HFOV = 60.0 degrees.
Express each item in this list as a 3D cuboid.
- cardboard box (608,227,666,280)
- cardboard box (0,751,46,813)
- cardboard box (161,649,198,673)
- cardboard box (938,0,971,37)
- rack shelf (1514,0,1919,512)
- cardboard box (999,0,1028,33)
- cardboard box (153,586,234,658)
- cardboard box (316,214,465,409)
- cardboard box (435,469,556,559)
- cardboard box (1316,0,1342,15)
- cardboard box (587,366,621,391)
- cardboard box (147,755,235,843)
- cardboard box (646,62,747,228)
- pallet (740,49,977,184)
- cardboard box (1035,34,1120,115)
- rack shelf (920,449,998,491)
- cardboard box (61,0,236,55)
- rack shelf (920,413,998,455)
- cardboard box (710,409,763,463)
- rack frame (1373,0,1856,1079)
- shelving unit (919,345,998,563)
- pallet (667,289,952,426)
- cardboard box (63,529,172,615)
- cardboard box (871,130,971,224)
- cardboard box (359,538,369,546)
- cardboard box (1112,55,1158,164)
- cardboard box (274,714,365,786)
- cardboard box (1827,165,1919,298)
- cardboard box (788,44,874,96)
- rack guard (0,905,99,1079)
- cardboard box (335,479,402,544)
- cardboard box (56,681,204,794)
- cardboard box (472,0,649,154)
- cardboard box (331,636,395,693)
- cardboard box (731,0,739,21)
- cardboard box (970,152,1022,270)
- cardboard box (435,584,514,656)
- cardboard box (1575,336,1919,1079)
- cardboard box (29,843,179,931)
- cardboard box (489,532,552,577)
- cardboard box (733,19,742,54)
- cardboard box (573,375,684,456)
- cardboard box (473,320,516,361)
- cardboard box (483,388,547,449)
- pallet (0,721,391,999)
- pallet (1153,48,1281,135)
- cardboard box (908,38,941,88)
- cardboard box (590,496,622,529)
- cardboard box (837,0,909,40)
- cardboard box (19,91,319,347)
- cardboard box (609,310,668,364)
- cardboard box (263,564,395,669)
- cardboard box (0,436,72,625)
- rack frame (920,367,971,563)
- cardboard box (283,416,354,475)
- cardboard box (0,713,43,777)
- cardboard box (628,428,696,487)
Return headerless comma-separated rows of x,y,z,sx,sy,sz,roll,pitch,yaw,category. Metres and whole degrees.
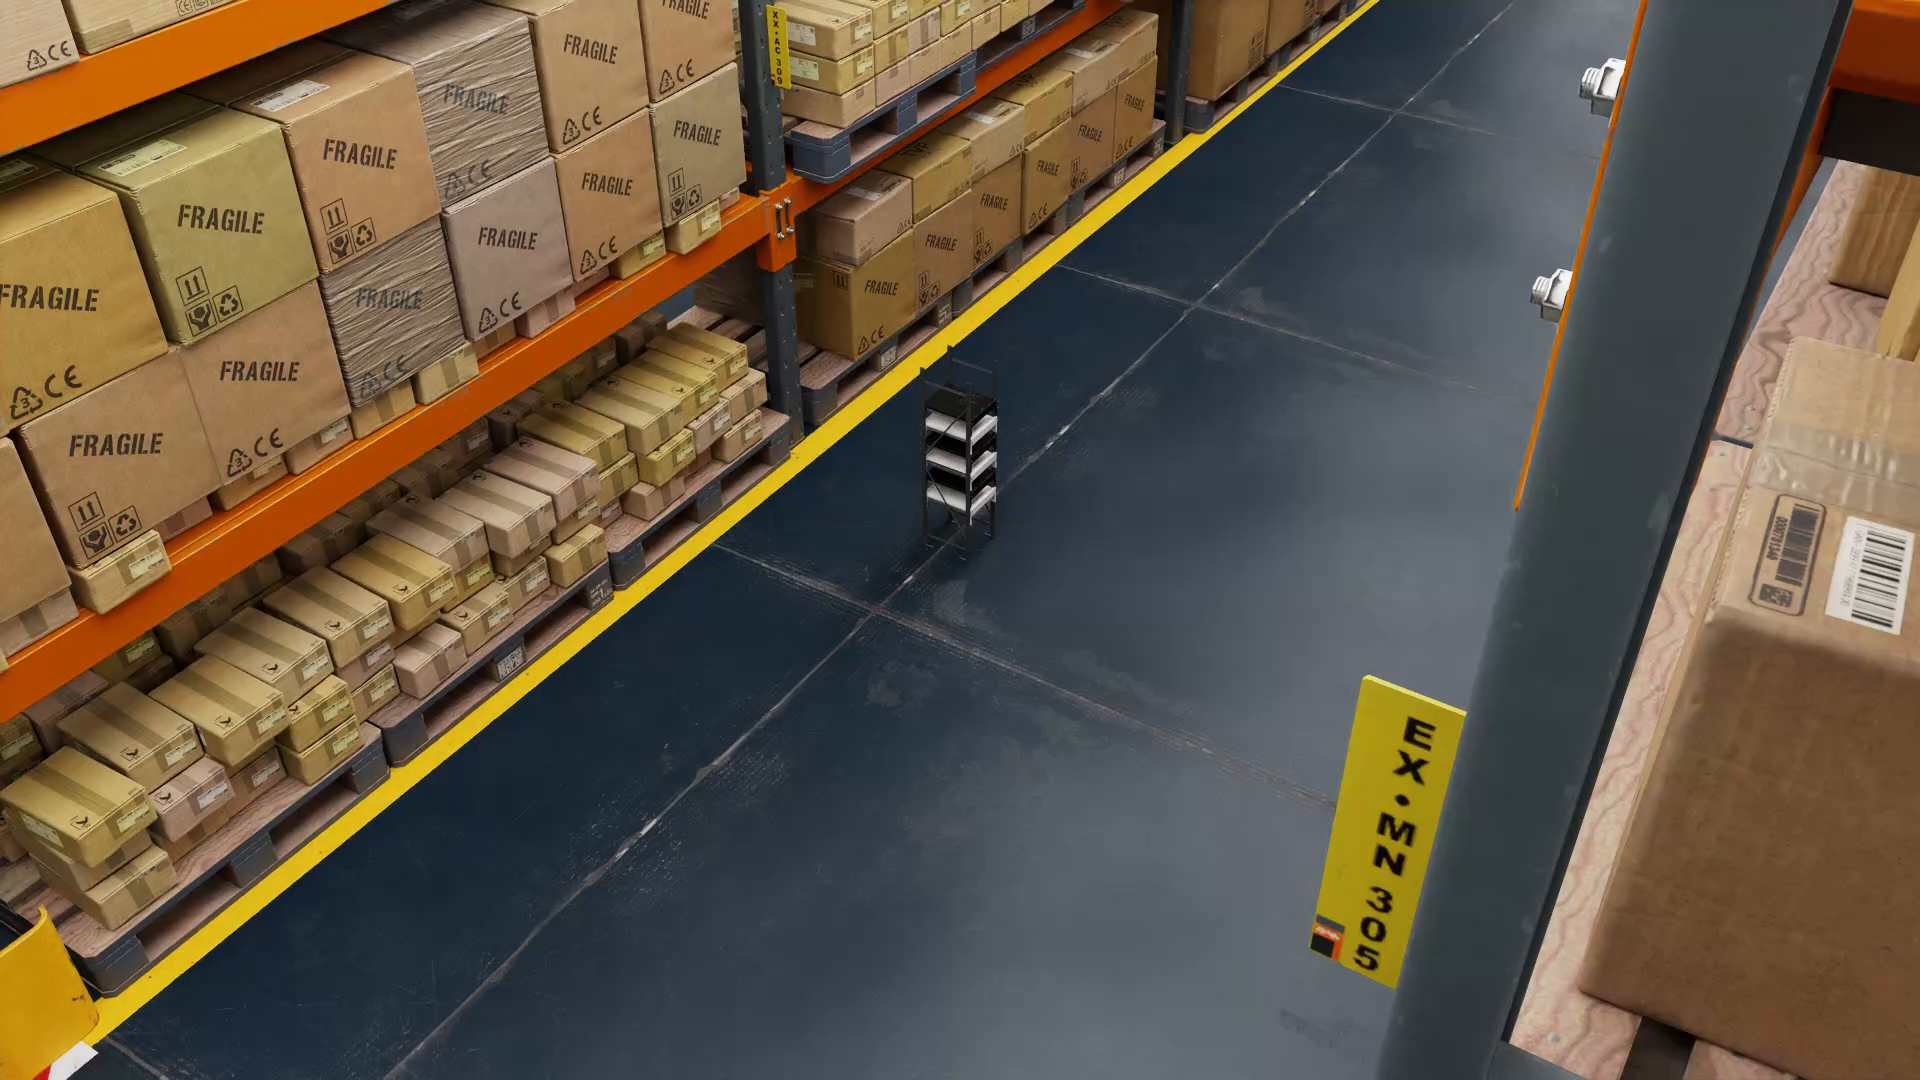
-1.383,-1.186,6.537,0.380,0.149,0.250,23,43,27,cardboard box
-3.290,0.746,5.573,0.380,0.149,0.250,20,42,24,cardboard box
-2.782,0.372,6.058,0.380,0.149,0.250,21,42,25,cardboard box
-0.175,-2.435,7.570,0.380,0.149,0.250,19,42,23,cardboard box
1.874,-1.023,2.123,1.077,0.370,4.000,21,42,25,rack shelf
0.106,-2.590,8.015,0.380,0.149,0.250,20,42,24,cardboard box
-2.855,0.239,5.987,0.380,0.149,0.250,19,42,23,cardboard box
-2.051,-0.830,5.544,0.500,0.500,0.500,20,42,24,cardboard box
-1.796,-0.104,6.432,0.380,0.149,0.250,20,42,24,cardboard box
2.321,-4.350,11.934,1.050,0.750,0.750,21,42,25,cardboard box
-1.713,-0.709,7.460,0.380,0.149,0.250,21,43,25,cardboard box
-2.639,0.802,5.500,0.380,0.149,0.250,21,42,25,cardboard box
-1.209,-1.612,6.558,0.500,0.500,0.500,21,42,25,cardboard box
-0.656,-2.066,7.631,1.003,0.211,1.213,21,42,25,pallet
0.548,-2.629,9.293,0.500,0.250,0.500,22,43,26,cardboard box
-0.004,-0.326,6.990,0.258,0.077,0.200,21,42,25,rack shelf
-2.324,-1.550,4.470,0.500,0.250,0.500,20,42,24,cardboard box
-0.004,-0.468,6.880,0.258,0.077,0.200,21,42,25,rack shelf
-1.111,-0.519,7.458,0.380,0.149,0.250,22,43,26,cardboard box
0.800,-0.436,0.445,0.949,2.616,0.053,21,42,25,rack frame
-0.004,-0.352,6.970,0.258,0.900,0.210,21,42,25,shelving unit
-0.772,-1.093,8.495,1.003,0.211,1.213,21,42,25,pallet
-2.590,0.040,4.947,0.380,0.149,0.250,20,42,24,cardboard box
-0.286,-1.839,8.268,0.500,0.250,0.500,22,43,26,cardboard box
-2.469,-0.071,6.633,0.380,0.149,0.250,22,43,26,cardboard box
0.823,-2.610,9.882,0.500,0.500,0.500,21,42,25,cardboard box
-2.352,0.676,5.908,0.380,0.149,0.250,22,43,26,cardboard box
1.885,-0.633,2.650,0.700,0.500,0.500,23,43,27,cardboard box
-0.589,-2.033,7.049,0.380,0.149,0.250,22,43,26,cardboard box
-3.291,1.217,5.262,1.175,0.500,0.348,21,42,25,rack guard
-2.407,-0.162,6.507,0.380,0.149,0.250,21,42,25,cardboard box
-2.718,0.653,5.450,0.380,0.149,0.250,22,43,26,cardboard box
-1.484,-1.750,5.919,0.500,0.500,0.500,20,42,24,cardboard box
-2.292,0.383,6.044,0.380,0.149,0.250,19,42,23,cardboard box
-1.138,-2.369,7.241,0.380,0.149,0.250,23,43,27,cardboard box
-0.017,-1.814,8.850,0.500,0.500,0.500,22,43,26,cardboard box
-1.963,0.262,6.445,0.380,0.149,0.250,21,42,25,cardboard box
1.036,0.222,1.541,0.700,0.500,0.500,19,41,23,cardboard box
-2.780,1.064,5.405,0.380,0.149,0.250,22,43,26,cardboard box
-1.850,-0.031,6.580,0.380,0.149,0.250,19,42,23,cardboard box
-1.142,-2.250,7.330,0.380,0.149,0.250,23,43,26,cardboard box
-1.390,-0.525,6.978,0.380,0.149,0.250,21,42,25,cardboard box
-1.844,-0.797,6.033,0.380,0.149,0.250,21,42,24,cardboard box
-1.960,-0.548,7.008,0.380,0.149,0.250,20,42,24,cardboard box
-2.826,0.924,5.878,1.003,0.211,1.213,21,42,25,pallet
1.441,-3.135,11.144,1.003,0.211,1.213,21,42,25,pallet
-0.308,-2.188,7.493,0.380,0.149,0.250,21,43,25,cardboard box
-1.651,-0.160,6.991,0.380,0.149,0.250,20,42,24,cardboard box
-0.445,-2.297,7.147,0.380,0.149,0.250,22,43,26,cardboard box
-2.304,-0.955,4.887,0.500,0.500,0.500,20,42,24,cardboard box
-1.548,-0.959,7.541,0.380,0.149,0.250,23,43,27,cardboard box
-2.255,0.270,5.947,0.380,0.149,0.250,23,43,27,cardboard box
-2.858,-0.032,4.509,0.500,0.500,0.500,23,43,27,cardboard box
-0.059,-0.300,6.902,0.240,0.900,0.006,21,42,25,rack frame
-2.245,-0.388,5.502,0.380,0.149,0.250,20,42,24,cardboard box
-3.262,0.638,5.470,0.380,0.149,0.250,22,43,26,cardboard box
-1.352,-0.397,7.056,0.380,0.149,0.250,20,42,24,cardboard box
